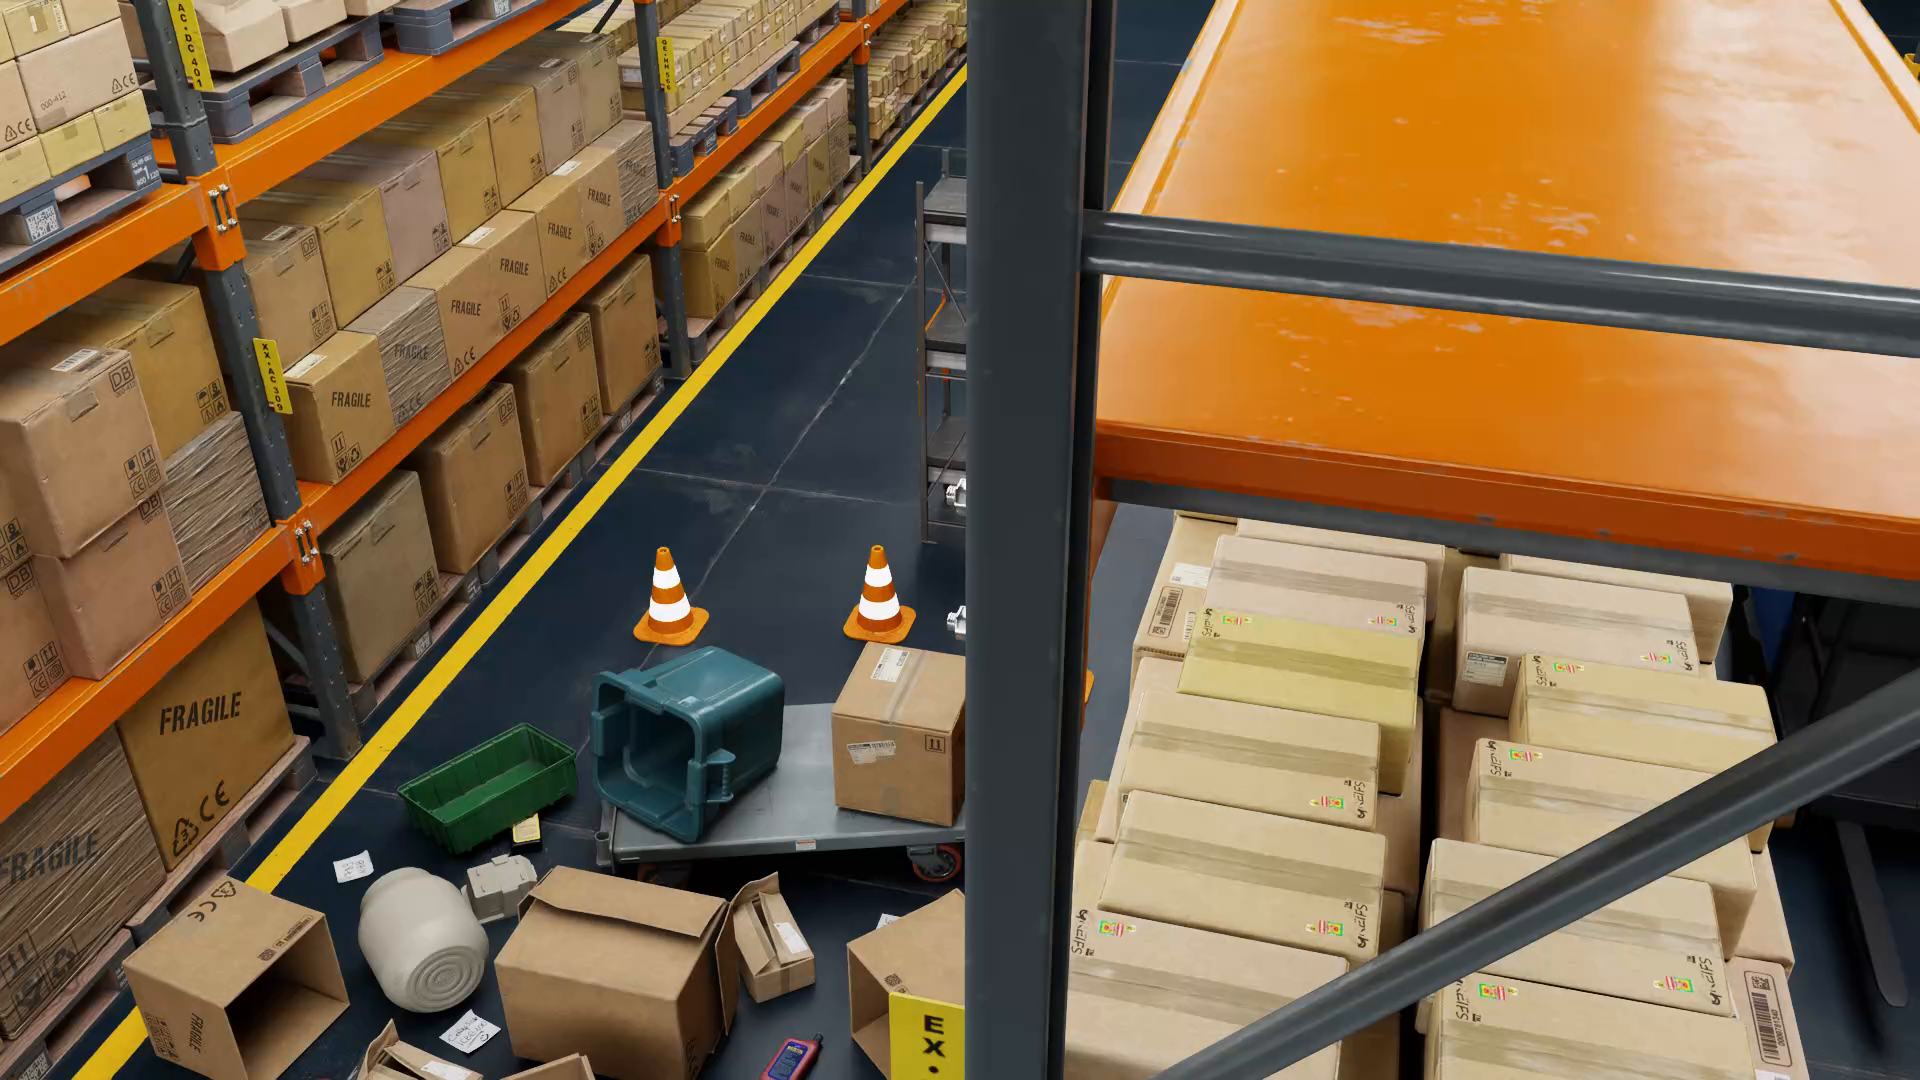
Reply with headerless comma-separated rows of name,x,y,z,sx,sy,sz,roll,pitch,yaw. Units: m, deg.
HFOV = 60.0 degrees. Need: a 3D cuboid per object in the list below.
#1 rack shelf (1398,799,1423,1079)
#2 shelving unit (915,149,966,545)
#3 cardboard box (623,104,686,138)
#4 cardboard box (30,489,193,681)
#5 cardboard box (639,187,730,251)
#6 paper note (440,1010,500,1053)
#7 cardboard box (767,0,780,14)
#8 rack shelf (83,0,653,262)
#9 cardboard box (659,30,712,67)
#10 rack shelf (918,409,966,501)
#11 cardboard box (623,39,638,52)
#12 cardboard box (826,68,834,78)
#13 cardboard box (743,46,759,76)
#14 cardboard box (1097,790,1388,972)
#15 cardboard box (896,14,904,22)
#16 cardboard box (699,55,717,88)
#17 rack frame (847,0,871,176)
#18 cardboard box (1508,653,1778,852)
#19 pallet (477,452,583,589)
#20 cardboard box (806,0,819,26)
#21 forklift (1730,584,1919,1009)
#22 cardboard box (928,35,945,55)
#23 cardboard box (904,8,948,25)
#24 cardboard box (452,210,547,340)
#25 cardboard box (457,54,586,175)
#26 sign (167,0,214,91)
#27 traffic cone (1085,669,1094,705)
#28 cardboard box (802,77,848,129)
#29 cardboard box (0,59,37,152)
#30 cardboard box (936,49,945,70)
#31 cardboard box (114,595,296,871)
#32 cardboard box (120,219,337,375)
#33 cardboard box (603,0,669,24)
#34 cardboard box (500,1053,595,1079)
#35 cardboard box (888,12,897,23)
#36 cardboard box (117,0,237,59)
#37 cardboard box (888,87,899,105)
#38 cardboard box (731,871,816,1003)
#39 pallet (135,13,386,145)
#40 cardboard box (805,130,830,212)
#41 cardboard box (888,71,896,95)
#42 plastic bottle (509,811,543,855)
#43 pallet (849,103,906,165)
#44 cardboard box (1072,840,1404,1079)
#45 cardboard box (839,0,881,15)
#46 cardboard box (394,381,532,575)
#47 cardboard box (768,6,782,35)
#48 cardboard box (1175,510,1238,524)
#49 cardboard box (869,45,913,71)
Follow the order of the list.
rack shelf,1.010,0.365,3.825,1.077,0.370,4.000,8,33,12
shelving unit,0.042,-0.972,8.892,0.431,2.100,0.503,8,33,12
cardboard box,-1.972,-2.684,10.588,0.380,0.149,0.250,8,33,12
cardboard box,-3.496,0.086,6.249,0.875,0.550,0.550,8,33,12
cardboard box,-1.872,-2.172,11.179,0.500,0.250,0.500,7,33,10
paper note,-1.870,1.878,6.345,0.172,0.023,0.155,20,38,29
cardboard box,-1.510,-3.895,11.939,0.380,0.149,0.250,7,33,10
rack shelf,-2.788,-2.332,8.067,1.077,0.370,4.000,8,33,12
cardboard box,-1.844,-3.210,10.862,0.380,0.149,0.250,8,33,12
rack shelf,0.042,-0.370,9.274,0.431,0.518,0.480,8,33,12
cardboard box,-2.401,-3.328,11.325,0.380,0.149,0.250,8,33,12
cardboard box,-1.344,-4.197,14.837,0.380,0.149,0.250,8,33,12
cardboard box,-1.637,-3.372,11.671,0.380,0.149,0.250,8,33,13
cardboard box,0.406,0.524,2.394,0.380,0.149,0.250,9,33,13
cardboard box,-0.732,-5.149,16.611,0.380,0.149,0.250,8,33,13
cardboard box,-1.832,-3.108,10.978,0.380,0.149,0.250,7,33,11
rack frame,-1.266,-4.484,13.577,1.000,3.000,0.127,8,33,12
cardboard box,1.098,0.338,2.688,0.380,0.149,0.250,8,33,12
pallet,-2.865,-0.201,9.440,1.003,0.211,1.213,8,33,12
cardboard box,-1.305,-4.058,12.750,0.380,0.149,0.250,8,33,12
forklift,4.166,-0.058,6.679,1.130,2.935,3.031,8,33,13
cardboard box,-0.358,-4.806,16.072,0.380,0.149,0.250,9,33,13
cardboard box,-0.329,-5.075,16.219,0.380,0.149,0.250,7,33,10
cardboard box,-2.516,-1.395,8.625,0.500,0.500,0.500,9,33,13
cardboard box,-2.531,-2.378,9.239,0.700,0.500,0.500,8,33,12
sign,-2.759,-1.775,5.964,0.100,0.325,0.005,8,33,12
traffic cone,0.478,0.526,8.061,0.336,0.463,0.334,8,33,12
cardboard box,-1.210,-3.502,13.271,0.500,0.250,0.500,7,33,11
cardboard box,-3.301,-1.327,5.193,0.500,0.250,0.500,8,33,12
cardboard box,-0.354,-4.689,16.165,0.380,0.149,0.250,7,33,10
cardboard box,-3.523,0.704,7.005,0.875,0.875,0.875,9,33,13
cardboard box,-3.175,-1.055,7.158,0.700,0.500,0.500,7,33,12
cardboard box,-2.269,-3.718,11.660,0.380,0.149,0.250,10,34,15
cardboard box,-1.500,2.162,5.449,0.797,0.503,0.637,-14,35,-21
cardboard box,-0.836,-5.146,16.330,0.380,0.149,0.250,6,33,10
cardboard box,-3.271,-2.143,6.753,0.500,0.250,0.500,8,33,13
cardboard box,-0.766,-4.016,15.106,0.380,0.149,0.250,7,33,11
cardboard box,-0.765,1.574,6.597,0.258,0.266,0.396,-14,35,-21
pallet,-3.111,-2.000,7.052,0.805,0.209,1.217,7,33,10
cardboard box,-1.340,-2.921,13.058,0.500,0.500,0.500,7,33,11
cardboard box,-0.788,-4.142,15.029,0.380,0.149,0.250,6,33,10
plastic bottle,-1.906,1.257,7.286,0.133,0.061,0.283,-8,33,-13
pallet,-1.129,-3.660,14.881,1.003,0.211,1.213,8,33,12
cardboard box,0.372,0.735,2.435,0.500,0.250,0.500,8,33,12
cardboard box,-0.877,-4.480,13.805,0.380,0.149,0.250,9,34,14
cardboard box,-2.977,-0.395,8.850,1.050,0.750,0.750,8,33,12
cardboard box,-1.507,-3.762,12.008,0.380,0.149,0.250,8,33,13
cardboard box,0.660,-0.147,3.451,0.380,0.149,0.250,9,33,14
cardboard box,-0.646,-4.392,15.143,0.380,0.149,0.250,9,33,13
